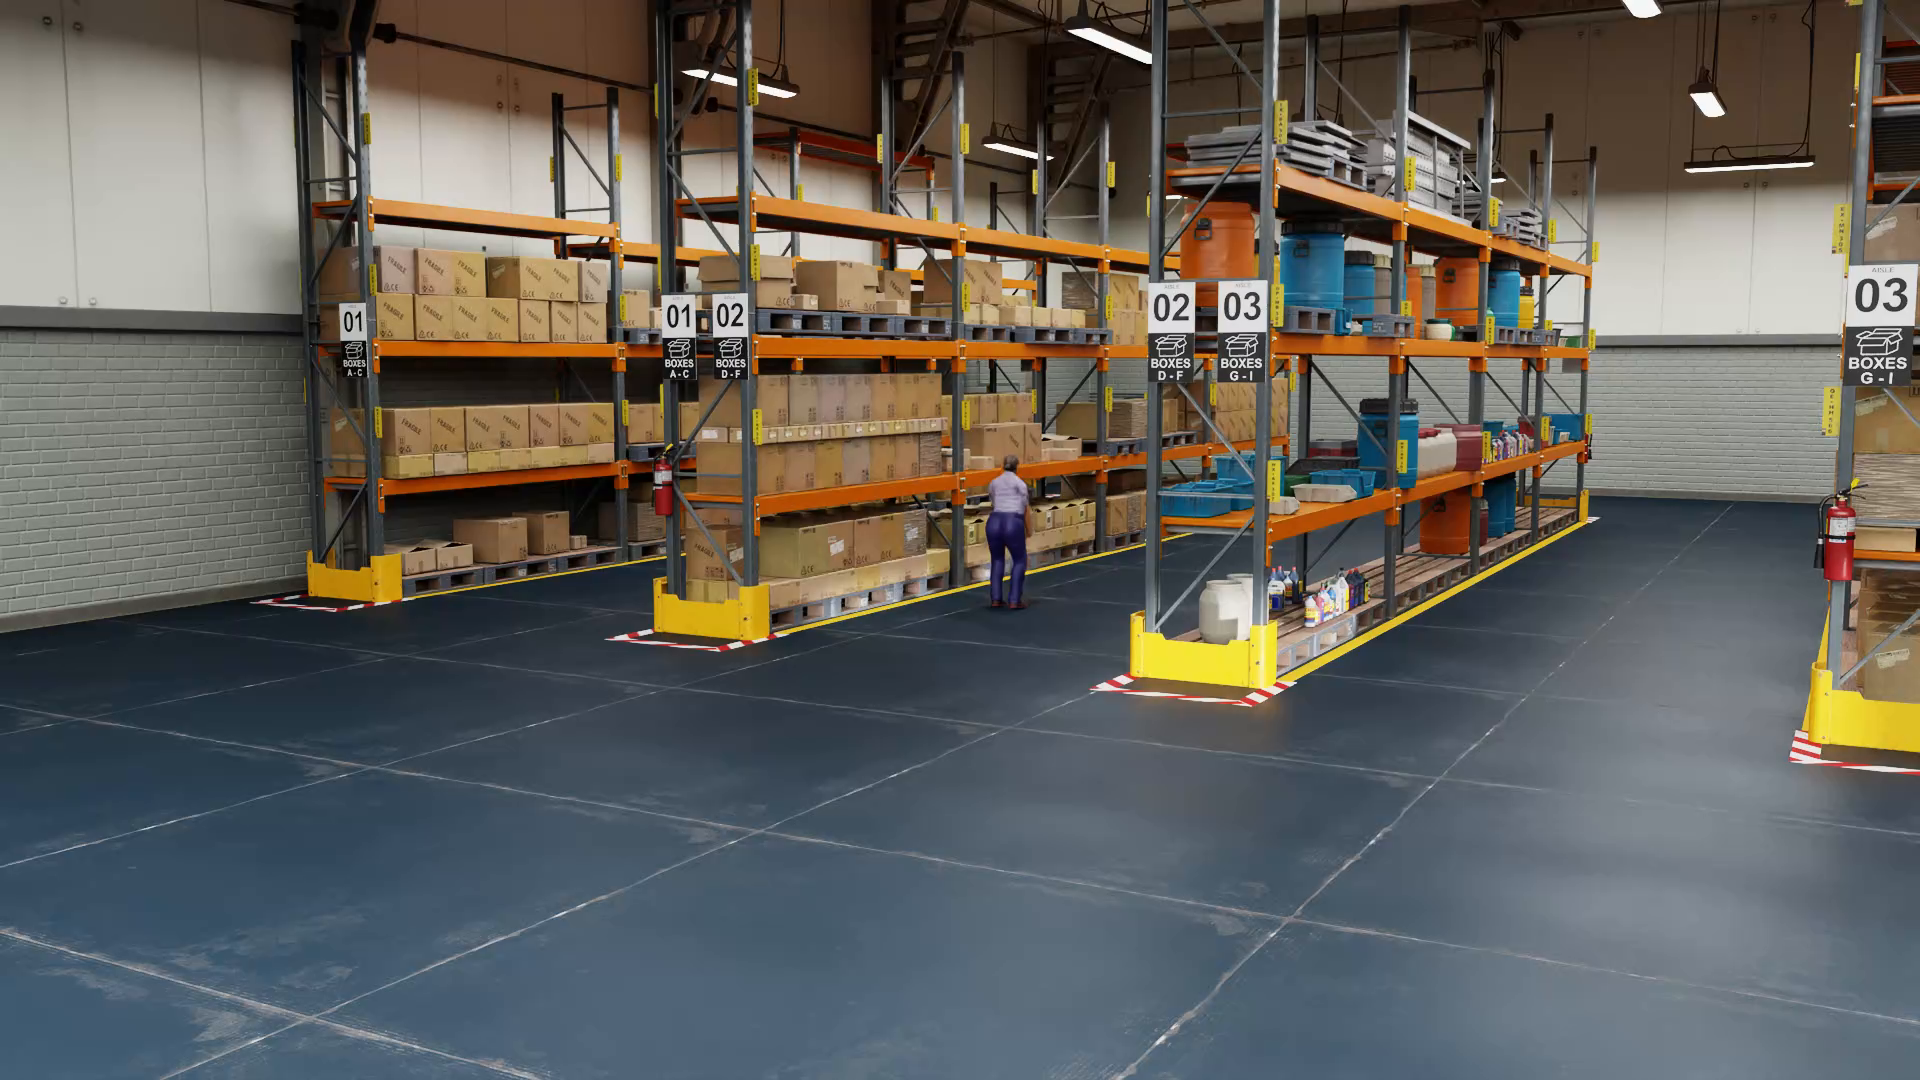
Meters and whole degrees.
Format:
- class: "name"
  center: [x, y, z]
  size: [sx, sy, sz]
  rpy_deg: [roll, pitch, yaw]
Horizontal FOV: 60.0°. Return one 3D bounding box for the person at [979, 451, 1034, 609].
- class: "person"
  center: [0.484, -0.109, 17.437]
  size: [0.554, 1.650, 0.425]
  rpy_deg: [3, 7, 25]
